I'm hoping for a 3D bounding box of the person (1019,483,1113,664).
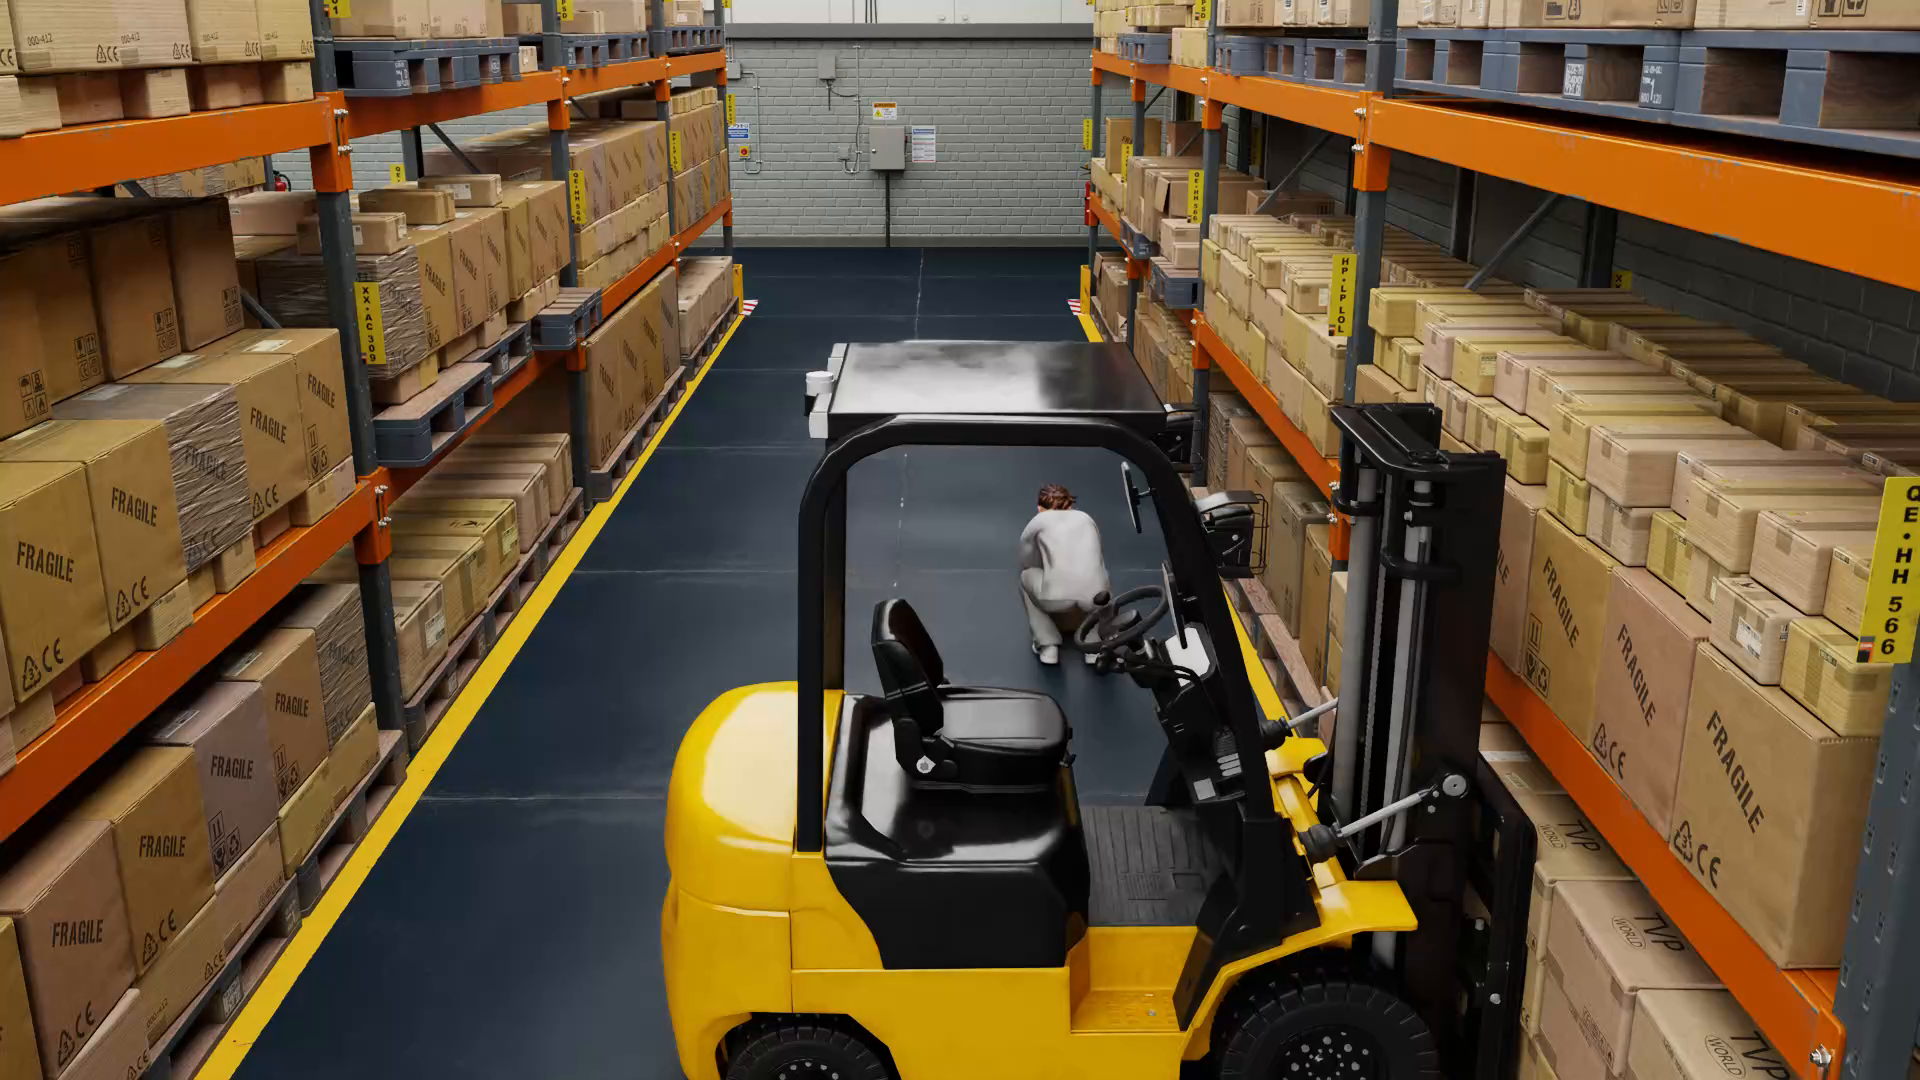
[{"bbox_3d":[0.547,0.179,8.506,0.482,0.807,0.807,0,17,-1],"label":"person"}]
